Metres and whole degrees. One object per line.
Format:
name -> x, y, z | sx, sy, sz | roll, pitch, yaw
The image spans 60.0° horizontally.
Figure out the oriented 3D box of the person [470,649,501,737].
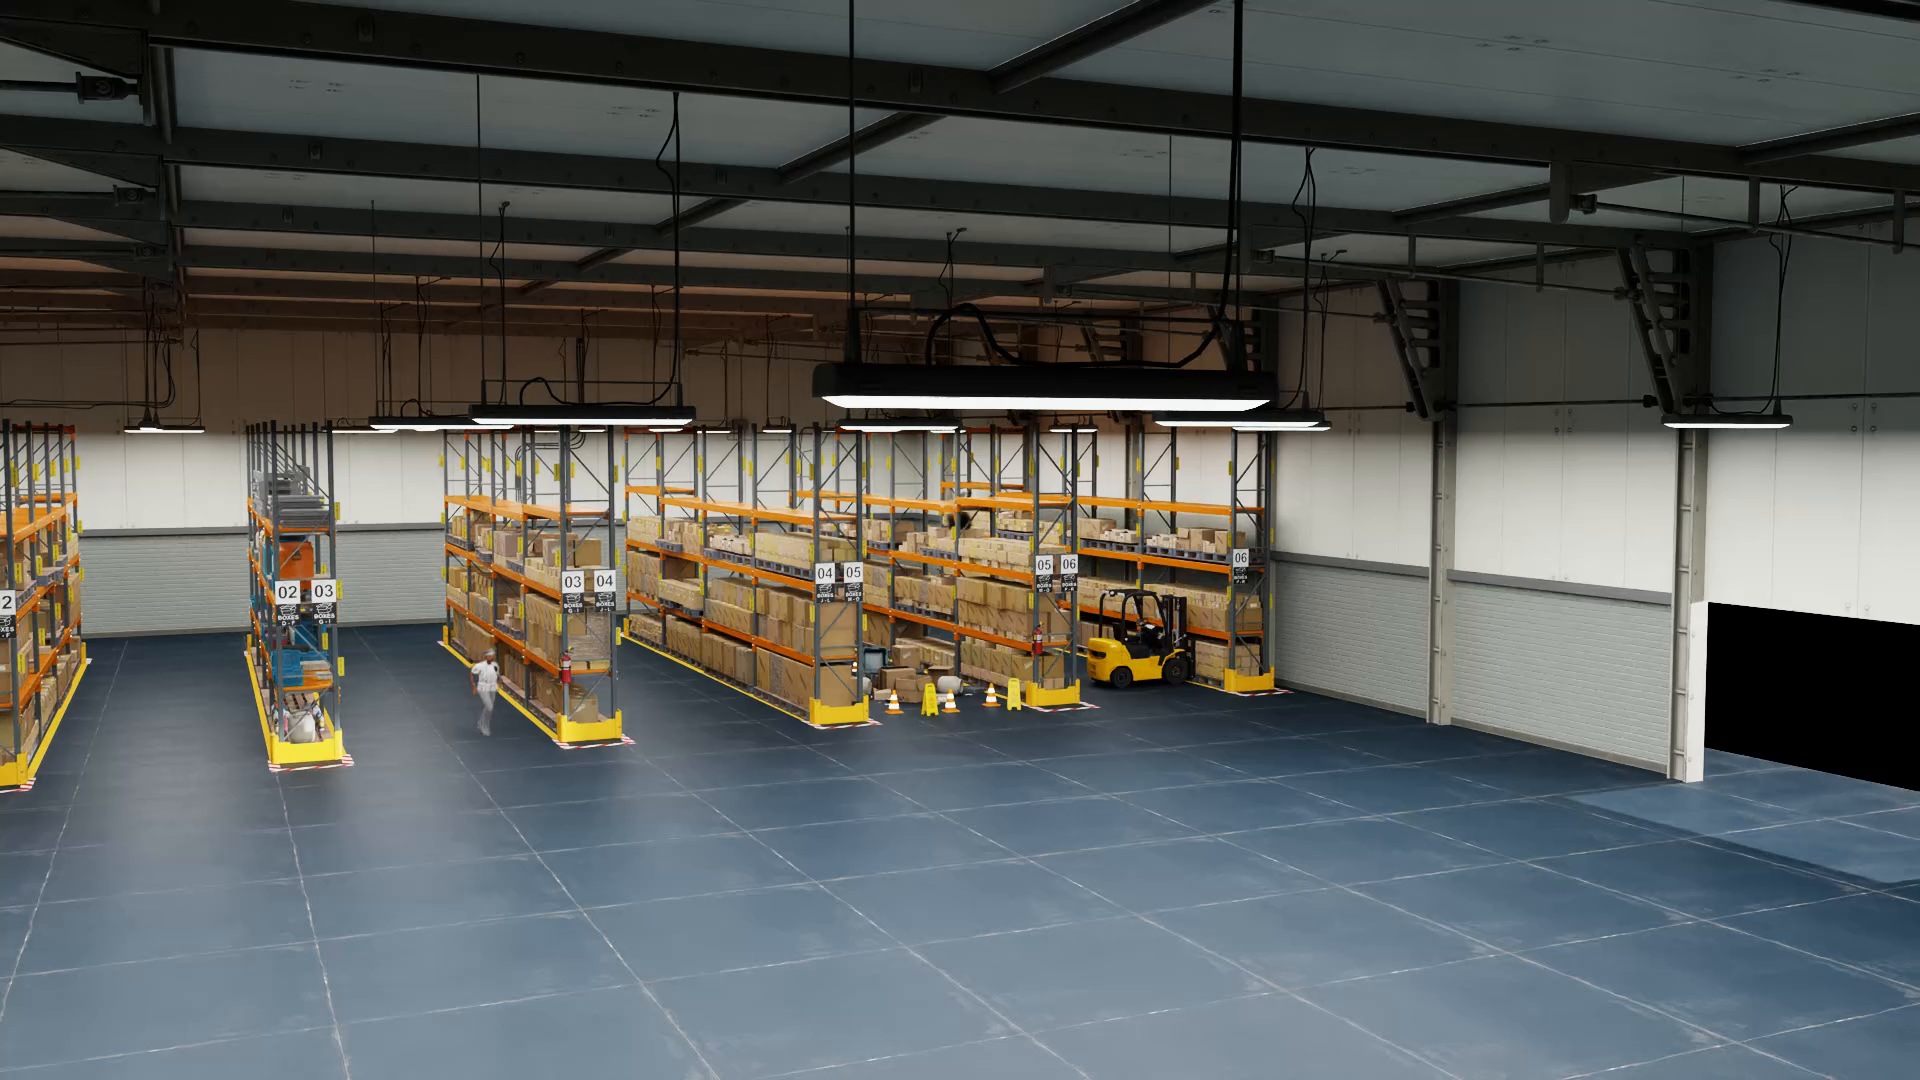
person -> -9.066, 2.913, 31.842 | 0.819, 1.705, 0.517 | 3, 5, 43
